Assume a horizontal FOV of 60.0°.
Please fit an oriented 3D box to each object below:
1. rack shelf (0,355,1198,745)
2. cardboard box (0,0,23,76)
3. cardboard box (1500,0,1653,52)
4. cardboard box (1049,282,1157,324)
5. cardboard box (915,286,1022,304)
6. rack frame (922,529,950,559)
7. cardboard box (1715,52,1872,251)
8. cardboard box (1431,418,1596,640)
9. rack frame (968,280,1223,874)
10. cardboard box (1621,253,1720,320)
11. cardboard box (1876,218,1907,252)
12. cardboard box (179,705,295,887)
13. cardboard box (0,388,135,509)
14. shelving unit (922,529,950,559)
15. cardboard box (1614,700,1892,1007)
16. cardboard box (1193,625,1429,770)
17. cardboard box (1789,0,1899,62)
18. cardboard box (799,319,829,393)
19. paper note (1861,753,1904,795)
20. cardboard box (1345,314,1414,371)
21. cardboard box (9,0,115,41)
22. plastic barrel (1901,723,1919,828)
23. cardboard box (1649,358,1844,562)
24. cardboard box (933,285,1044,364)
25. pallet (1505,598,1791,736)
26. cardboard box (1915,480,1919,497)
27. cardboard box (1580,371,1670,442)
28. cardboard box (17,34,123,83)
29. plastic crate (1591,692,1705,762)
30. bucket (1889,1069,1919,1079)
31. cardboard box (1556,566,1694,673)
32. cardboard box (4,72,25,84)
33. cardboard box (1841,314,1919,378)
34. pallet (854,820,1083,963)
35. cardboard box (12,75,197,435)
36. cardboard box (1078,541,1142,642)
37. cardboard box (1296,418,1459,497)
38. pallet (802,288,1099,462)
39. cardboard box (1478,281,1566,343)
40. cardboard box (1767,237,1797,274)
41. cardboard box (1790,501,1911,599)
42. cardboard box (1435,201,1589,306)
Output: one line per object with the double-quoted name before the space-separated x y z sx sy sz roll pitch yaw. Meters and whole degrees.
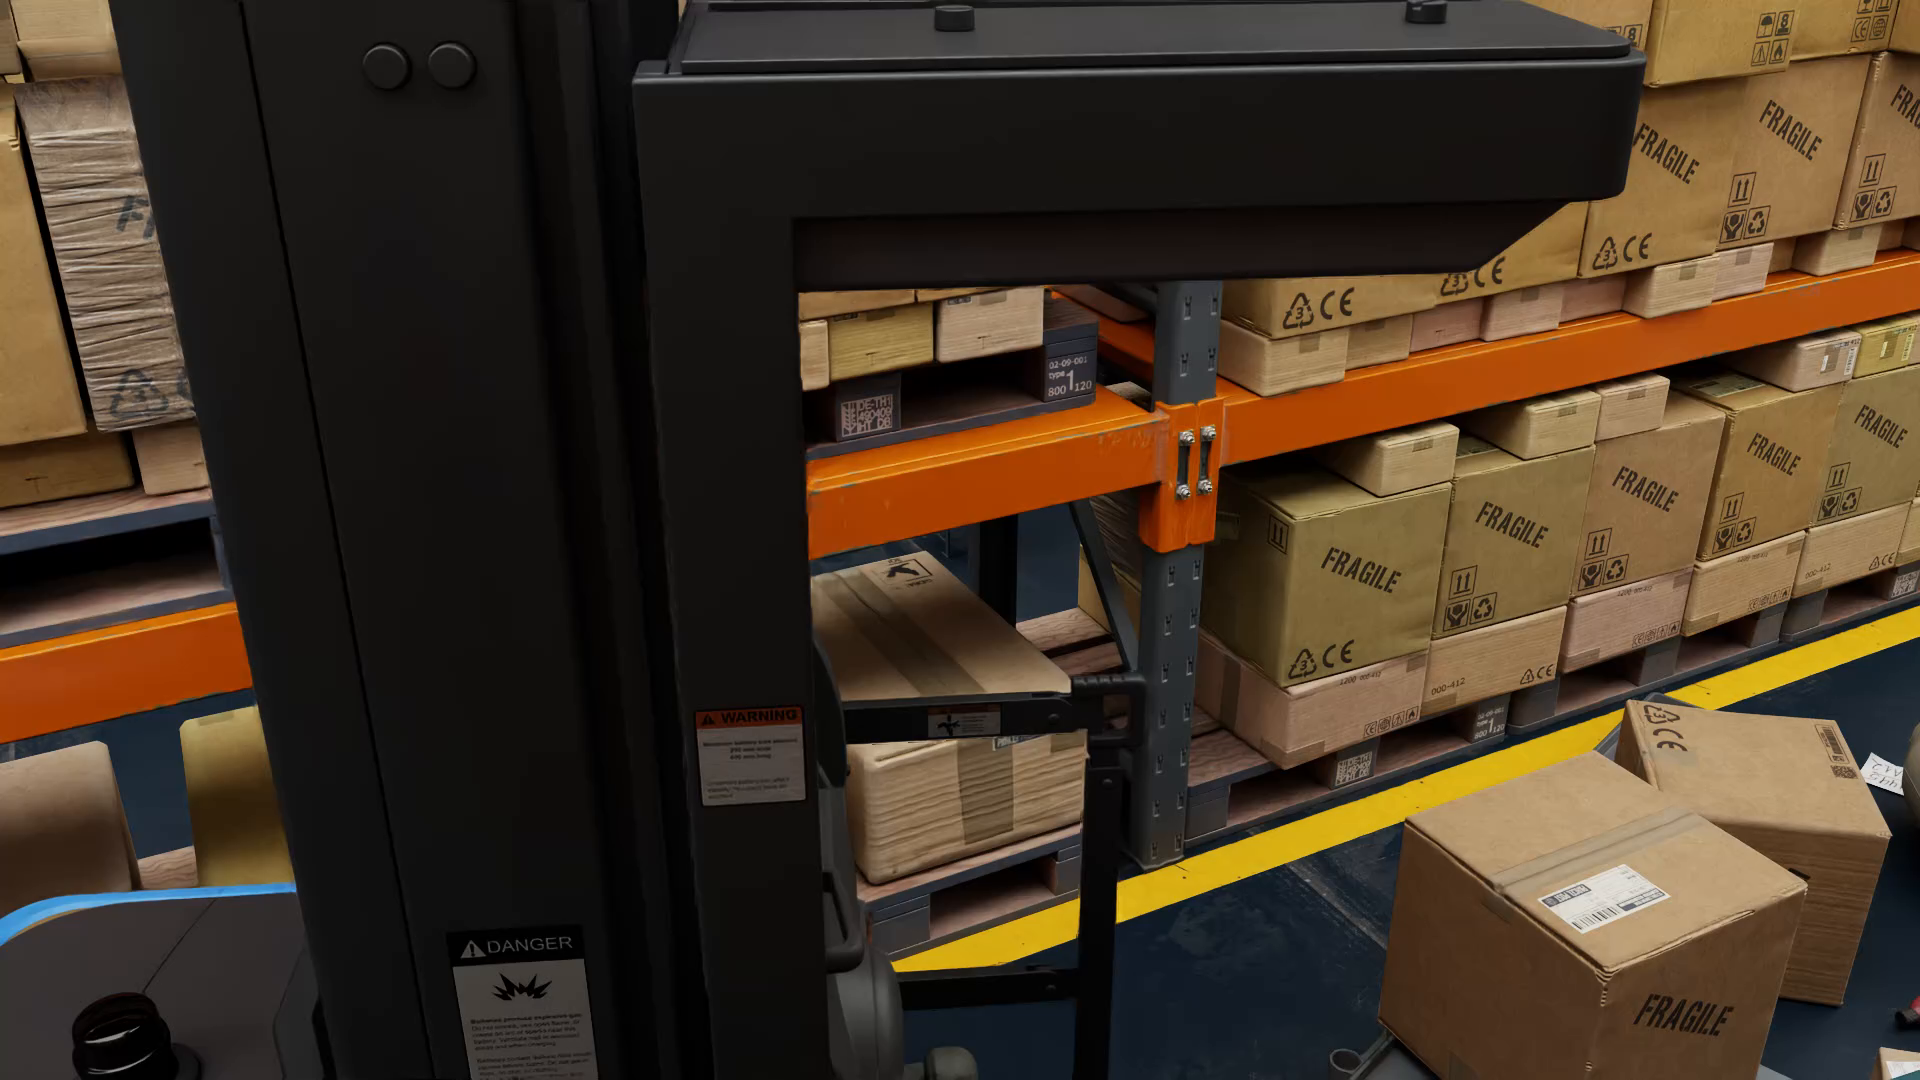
"rack shelf" -1.455 0.062 3.487 4.000 0.370 1.077 -13 29 -25
"cardboard box" -1.909 -0.957 3.084 0.250 0.149 0.380 -14 29 -28
"cardboard box" 1.261 -1.402 4.091 0.500 0.500 0.700 -13 28 -25
"cardboard box" 0.450 -0.739 4.613 0.250 0.149 0.380 -13 29 -26
"cardboard box" 0.010 -0.857 3.624 0.500 0.500 0.500 -14 29 -26
"rack frame" -0.097 -0.383 6.009 0.006 0.900 0.240 -13 29 -25
"cardboard box" 2.147 -1.151 4.723 0.500 0.500 0.500 -13 28 -24
"cardboard box" 1.424 -0.088 4.794 0.500 0.500 0.500 -12 28 -23
"rack frame" 0.310 -0.670 4.180 0.127 3.000 1.000 -13 29 -25
"cardboard box" 1.872 -0.755 4.648 0.250 0.149 0.380 -13 28 -25
"cardboard box" 2.697 -1.013 5.185 0.250 0.149 0.380 -13 28 -24
"cardboard box" -1.397 0.723 3.829 0.625 0.372 0.950 -12 28 -23
"cardboard box" -1.658 -0.209 3.024 0.250 0.149 0.380 -12 28 -23
"shelving unit" -0.007 -0.404 6.052 0.210 0.900 0.258 -13 29 -25
"cardboard box" 1.896 0.757 4.092 0.500 0.500 0.500 5 26 11
"cardboard box" 0.958 0.363 4.719 0.500 0.250 0.500 -14 29 -27
"cardboard box" 2.134 -1.635 4.576 0.500 0.500 0.700 -13 29 -25
"cardboard box" -0.466 -0.423 3.470 0.250 0.149 0.380 -14 29 -26
"paper note" 2.688 0.676 4.806 0.142 0.019 0.148 21 33 37
"cardboard box" 0.937 -0.570 4.261 0.250 0.149 0.380 -12 28 -24
"cardboard box" -3.701 -2.220 7.004 0.500 0.250 0.500 -13 28 -24
"plastic barrel" 2.729 0.676 4.354 0.421 0.421 0.512 5 26 11
"cardboard box" 2.348 -0.302 5.239 0.500 0.500 0.500 -14 29 -26
"cardboard box" -0.014 -0.536 3.705 0.250 0.149 0.380 -13 28 -24
"pallet" 1.964 0.187 5.617 1.213 0.211 1.003 -13 29 -25
"cardboard box" 3.255 -0.510 5.671 0.500 0.500 0.500 -13 28 -25
"cardboard box" 1.785 -0.431 4.758 0.250 0.149 0.380 -11 28 -22
"cardboard box" -1.571 -0.746 3.394 0.500 0.500 0.500 -14 29 -27
"plastic crate" 2.081 0.640 4.825 0.402 0.080 0.583 21 33 37
"bucket" 1.764 1.082 2.556 0.620 0.611 0.726 -13 27 -3
"cardboard box" 1.890 0.141 5.182 0.500 0.250 0.500 -13 29 -26
"cardboard box" -4.155 -1.888 6.889 0.500 0.250 0.500 -14 29 -27
"cardboard box" 2.740 -0.652 5.217 0.250 0.149 0.380 -12 28 -24
"pallet" -0.376 0.746 4.452 1.213 0.211 1.003 -13 29 -25
"cardboard box" -1.347 -0.545 2.976 0.500 0.500 0.500 -14 29 -27
"cardboard box" 0.705 0.157 5.149 0.500 0.250 0.500 -12 28 -23
"cardboard box" 1.096 -0.270 4.422 0.250 0.149 0.380 -13 28 -24
"pallet" -0.433 -0.483 4.013 1.213 0.211 1.003 -13 29 -25
"cardboard box" 1.392 -0.672 4.475 0.250 0.149 0.380 -12 28 -24
"cardboard box" 2.252 -0.910 4.969 0.250 0.149 0.380 -13 29 -25
"cardboard box" 2.792 -0.065 5.610 0.500 0.250 0.500 -13 29 -25
"cardboard box" 1.261 -0.943 4.290 0.500 0.500 0.500 -13 29 -25
